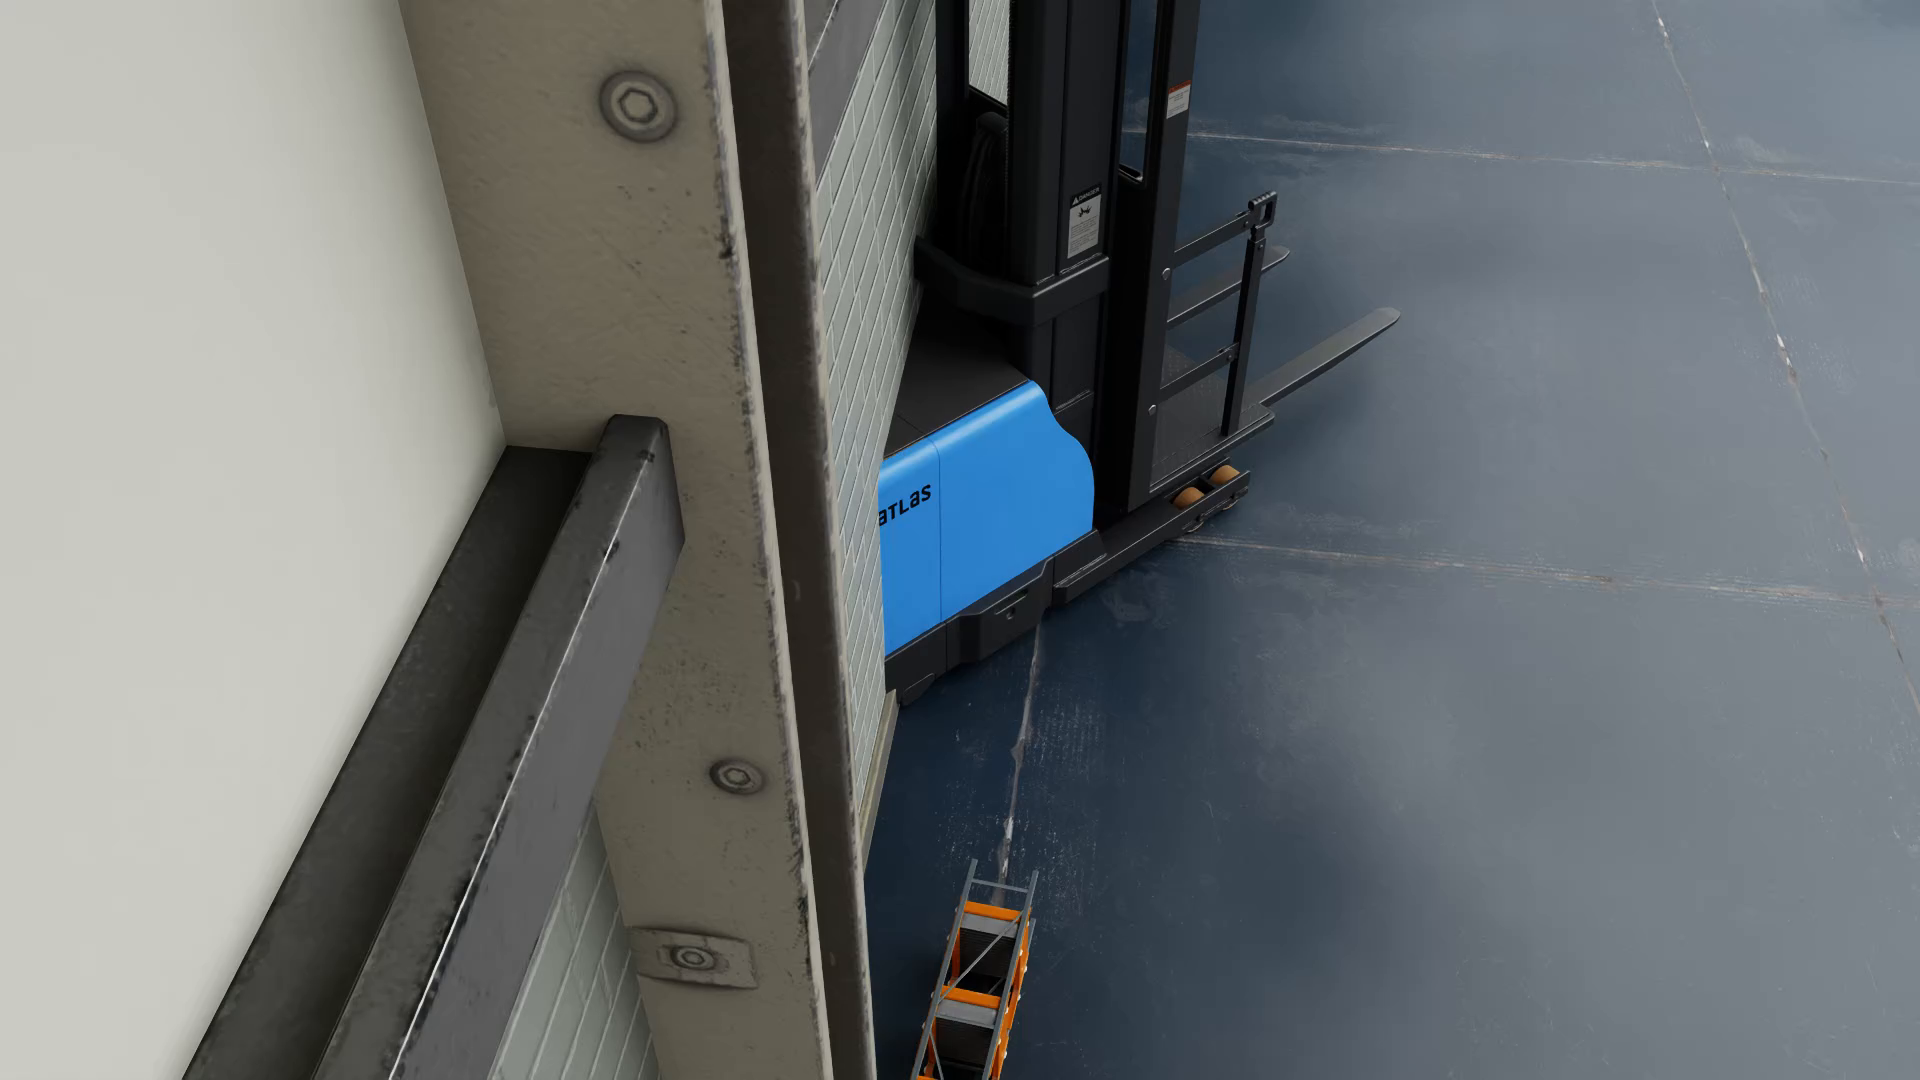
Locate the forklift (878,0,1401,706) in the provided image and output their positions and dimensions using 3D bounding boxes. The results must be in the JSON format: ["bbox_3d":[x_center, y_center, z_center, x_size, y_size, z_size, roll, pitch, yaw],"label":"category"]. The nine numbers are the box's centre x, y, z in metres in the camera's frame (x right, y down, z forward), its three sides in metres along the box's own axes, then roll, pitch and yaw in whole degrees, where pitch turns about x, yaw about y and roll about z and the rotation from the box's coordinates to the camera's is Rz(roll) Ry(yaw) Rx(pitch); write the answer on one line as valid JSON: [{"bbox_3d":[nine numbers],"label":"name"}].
[{"bbox_3d":[0.474,-1.344,5.537,3.031,2.935,1.130,-31,51,-28],"label":"forklift"}]

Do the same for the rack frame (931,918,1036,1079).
[{"bbox_3d":[0.012,1.483,4.673,0.200,0.008,1.050,9,44,10],"label":"rack frame"}]

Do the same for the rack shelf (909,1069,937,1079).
[{"bbox_3d":[-0.055,1.588,4.385,0.215,0.240,0.259,9,44,10],"label":"rack shelf"}]

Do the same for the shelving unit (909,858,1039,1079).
[{"bbox_3d":[0.012,1.395,4.589,0.215,0.252,1.050,9,44,10],"label":"shelving unit"}]

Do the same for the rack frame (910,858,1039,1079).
[{"bbox_3d":[0.012,1.306,4.505,0.200,0.008,1.050,9,44,10],"label":"rack frame"}]

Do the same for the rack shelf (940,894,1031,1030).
[{"bbox_3d":[0.075,1.212,4.782,0.215,0.240,0.259,9,44,10],"label":"rack shelf"}]

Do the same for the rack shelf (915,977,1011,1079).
[{"bbox_3d":[0.009,1.402,4.582,0.215,0.240,0.259,9,44,10],"label":"rack shelf"}]
